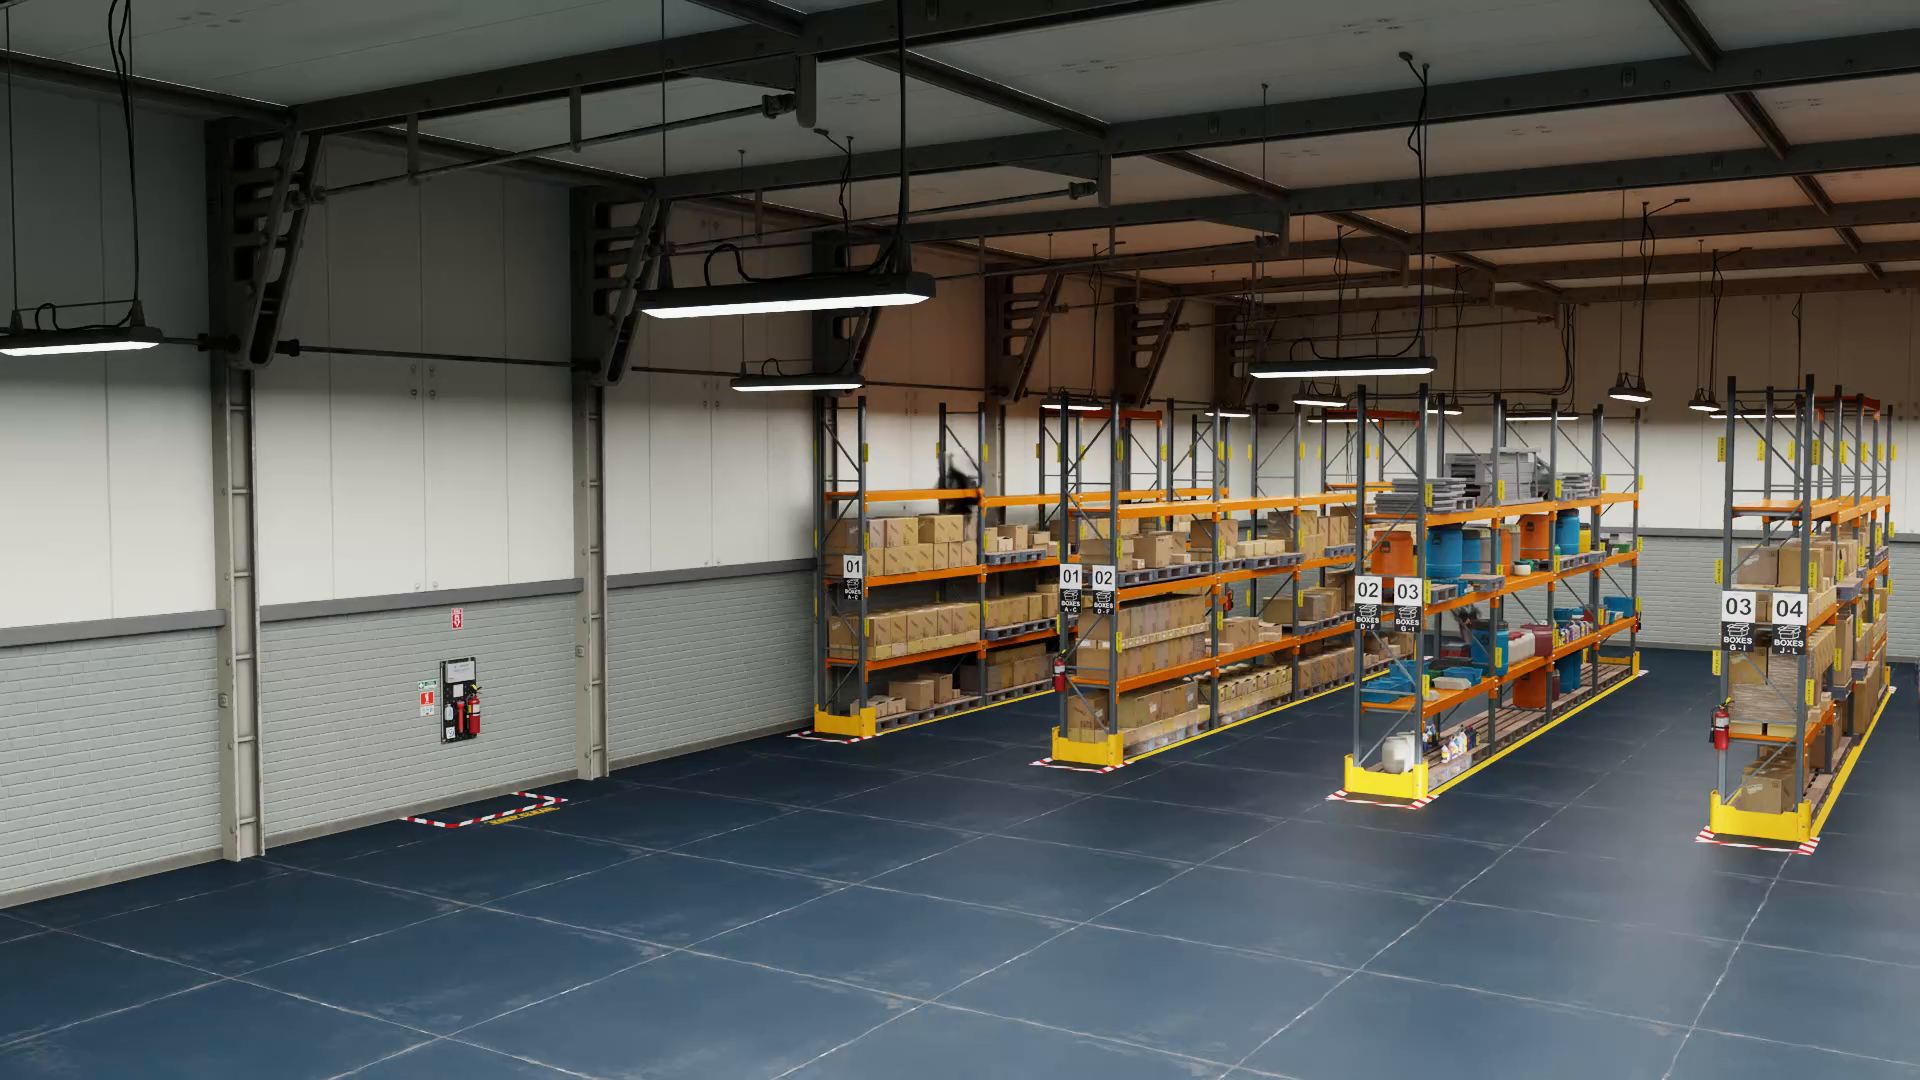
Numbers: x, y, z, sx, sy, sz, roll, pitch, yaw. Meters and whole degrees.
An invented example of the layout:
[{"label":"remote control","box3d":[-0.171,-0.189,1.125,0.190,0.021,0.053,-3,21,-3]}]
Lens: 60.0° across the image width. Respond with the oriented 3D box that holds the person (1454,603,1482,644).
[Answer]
[{"label":"person","box3d":[12.034,2.103,39.337,0.652,1.660,0.547,1,3,11]}]
